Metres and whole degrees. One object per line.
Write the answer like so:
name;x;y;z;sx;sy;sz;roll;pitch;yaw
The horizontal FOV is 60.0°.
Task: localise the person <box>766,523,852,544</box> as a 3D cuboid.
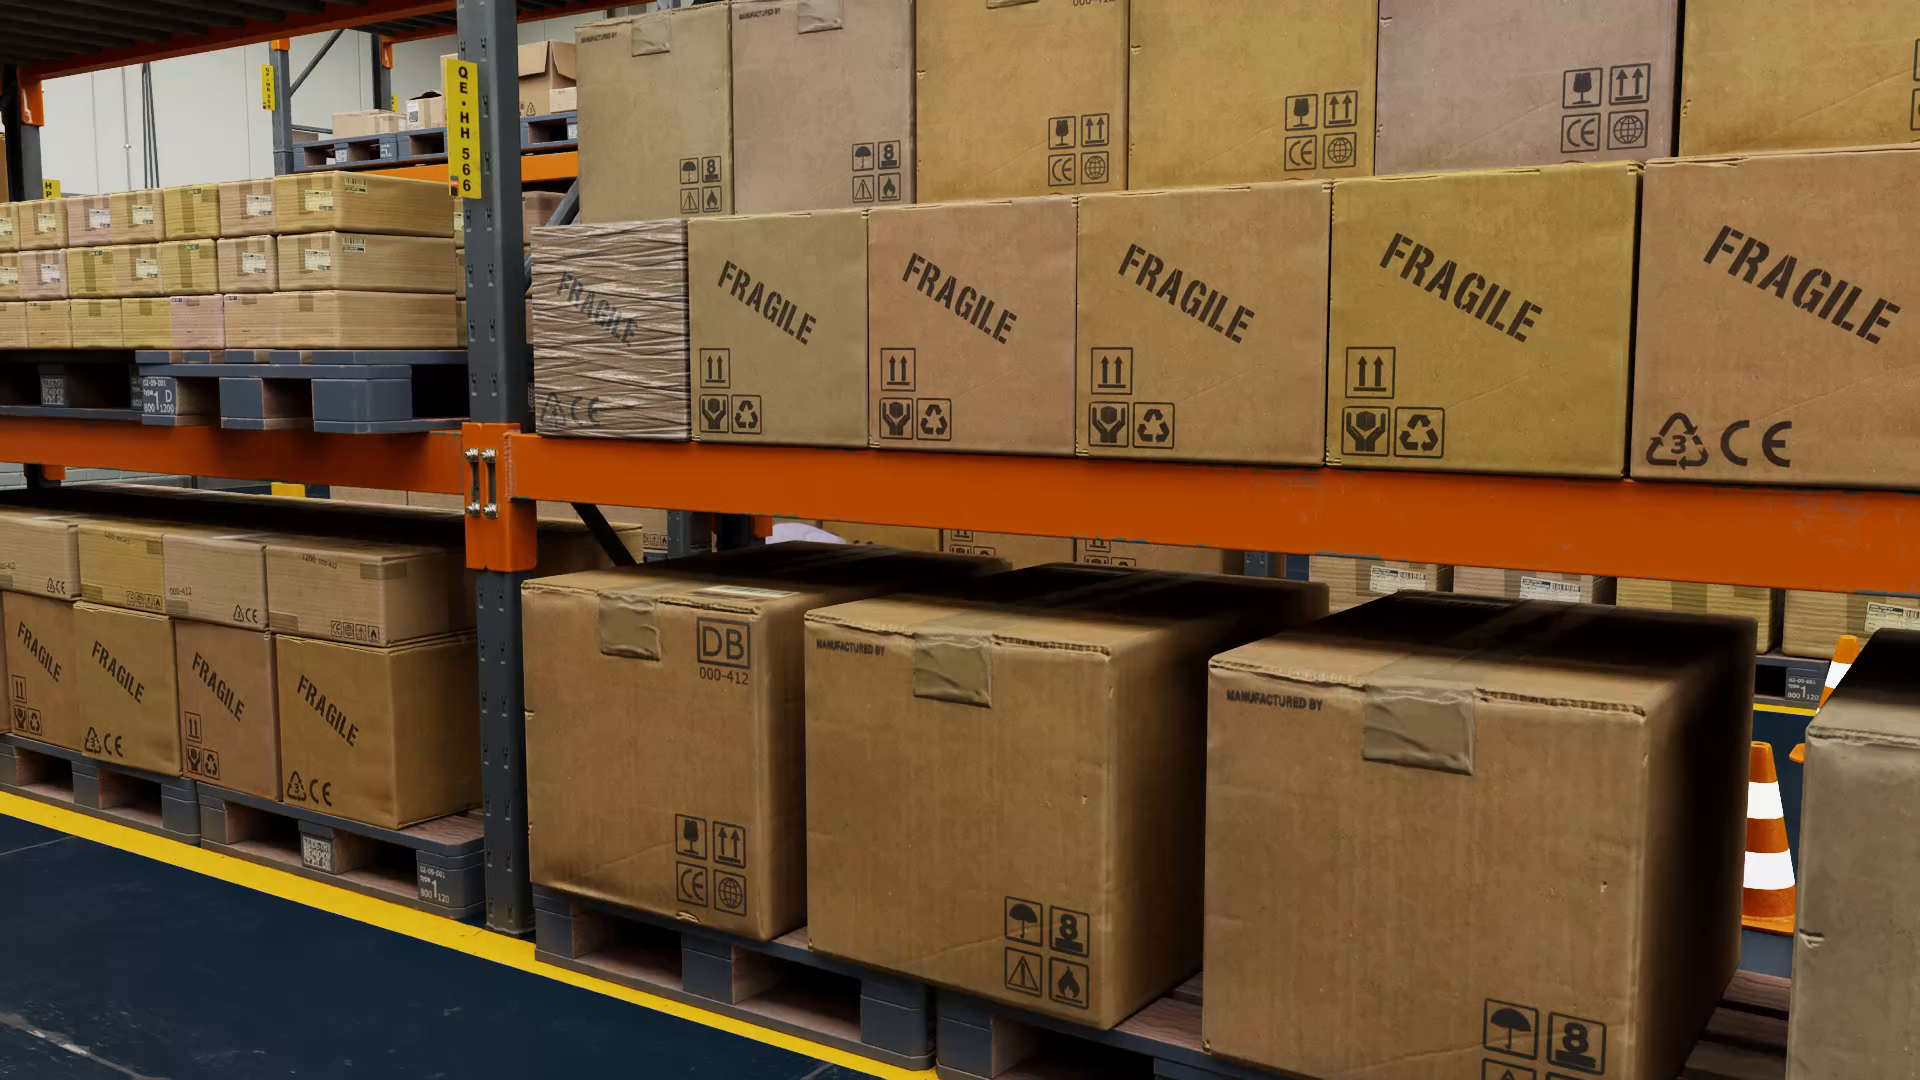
person;-0.786;0.278;7.934;0.729;0.780;0.510;4;8;32
